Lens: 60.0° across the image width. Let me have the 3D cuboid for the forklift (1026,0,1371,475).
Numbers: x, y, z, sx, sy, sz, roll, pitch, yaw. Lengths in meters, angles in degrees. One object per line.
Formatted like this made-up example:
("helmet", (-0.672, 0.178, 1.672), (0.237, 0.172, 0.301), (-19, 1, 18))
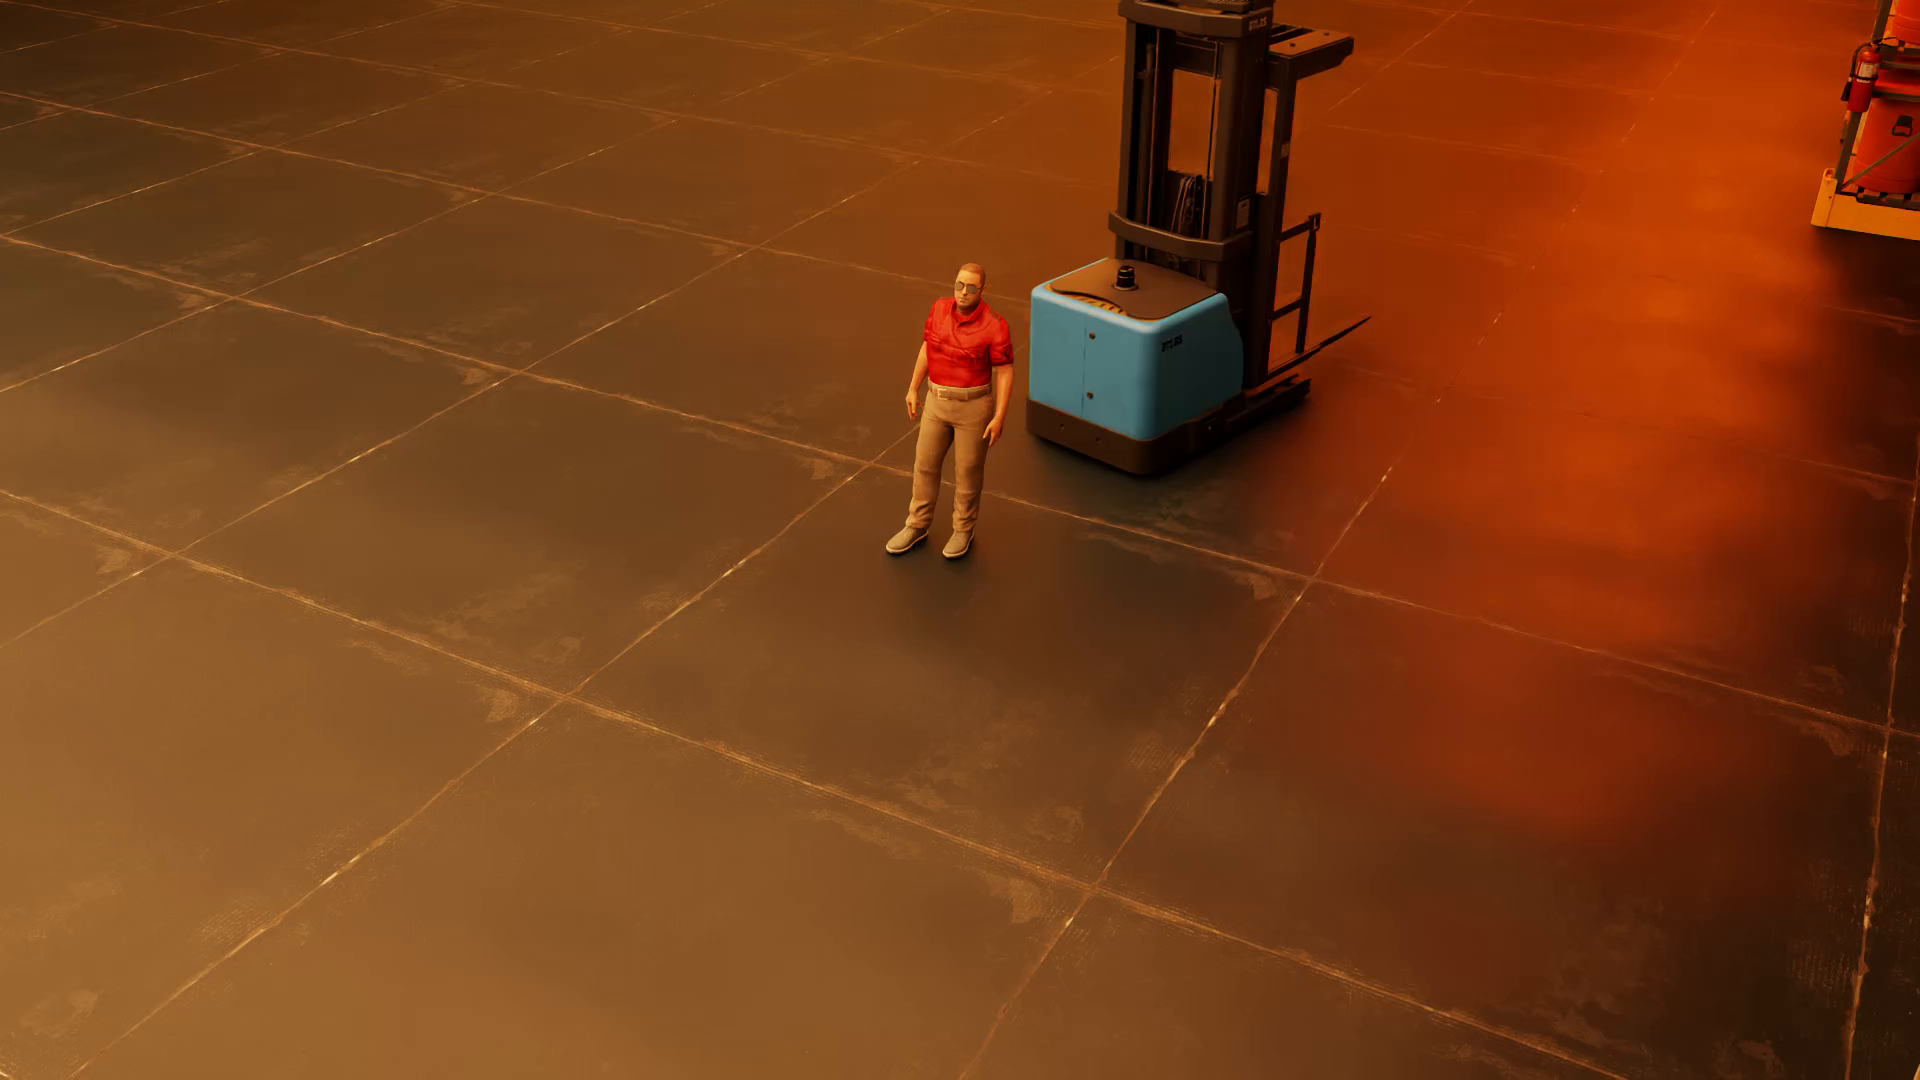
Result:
("forklift", (1.815, -2.332, 11.112), (1.130, 2.935, 3.031), (25, 38, 36))

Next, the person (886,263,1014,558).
("person", (-0.054, -0.718, 9.504), (0.640, 1.727, 0.551), (15, 33, 25))
